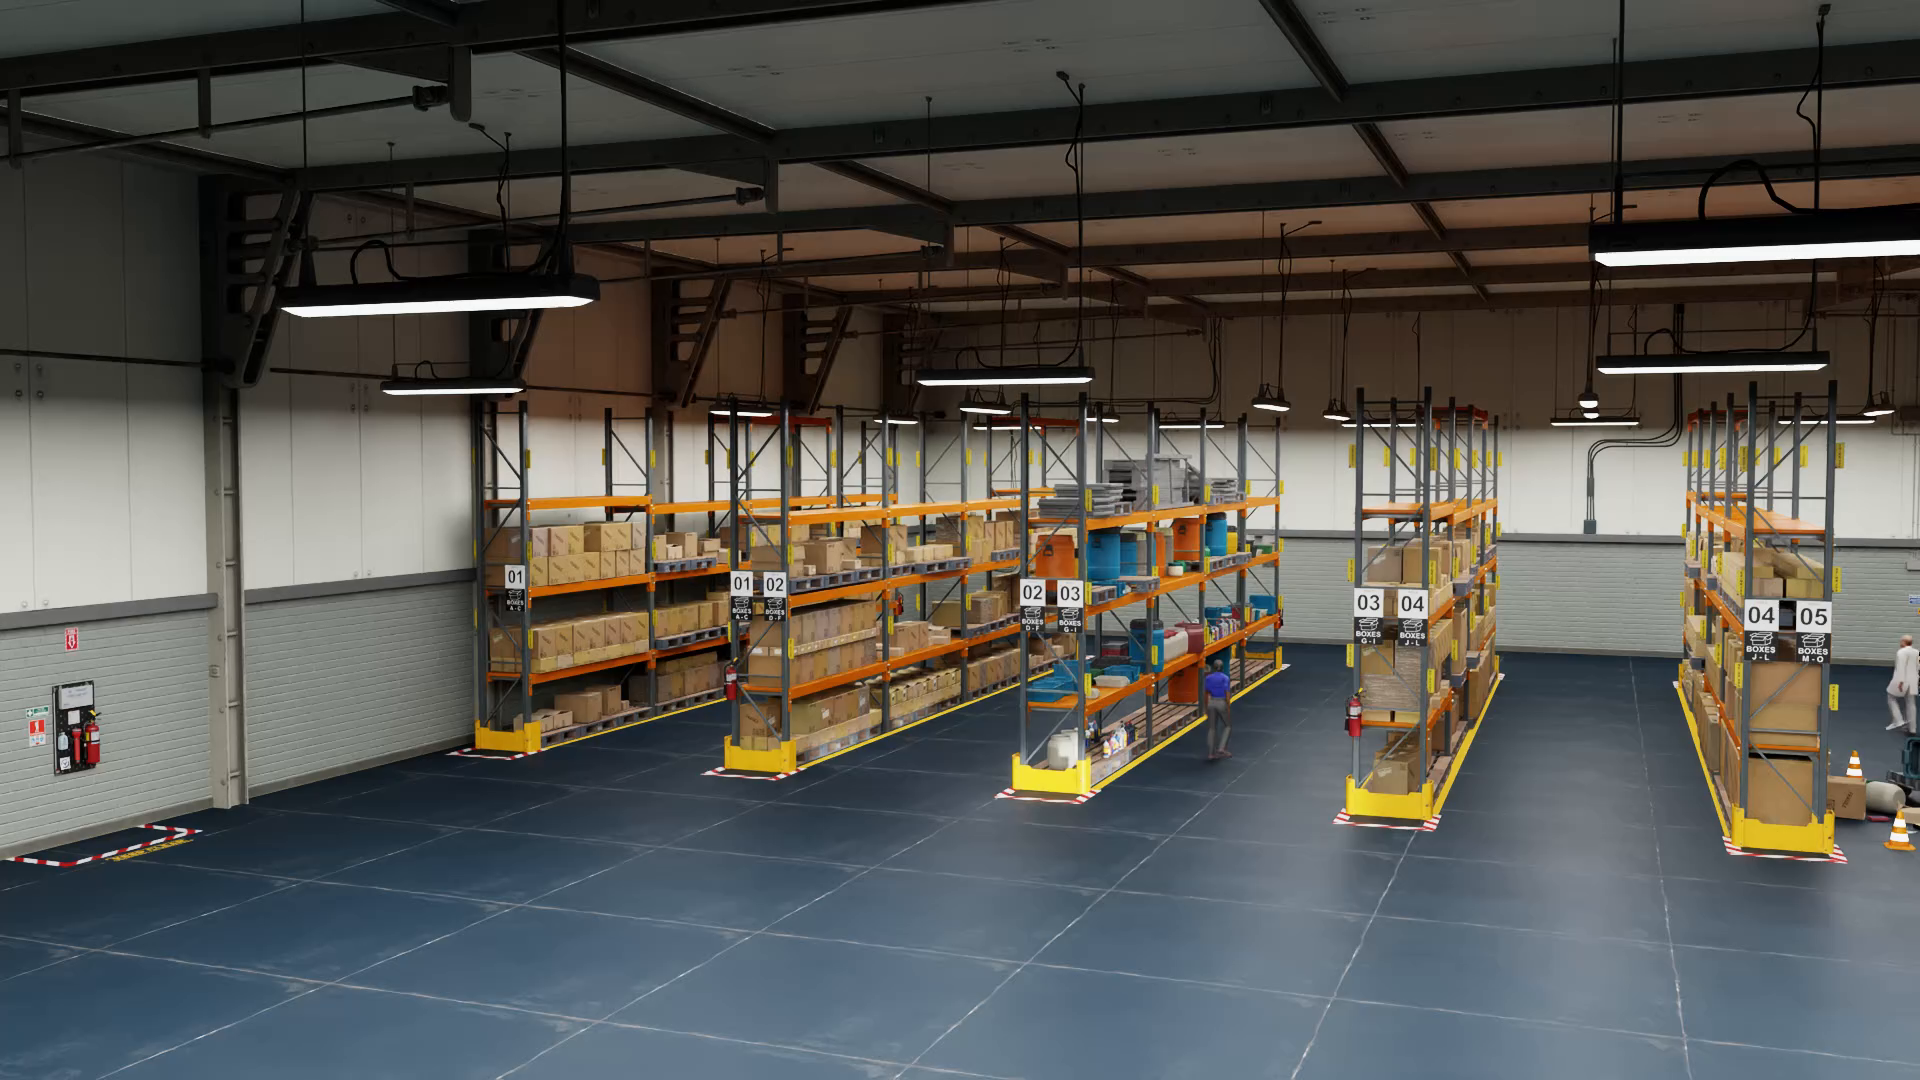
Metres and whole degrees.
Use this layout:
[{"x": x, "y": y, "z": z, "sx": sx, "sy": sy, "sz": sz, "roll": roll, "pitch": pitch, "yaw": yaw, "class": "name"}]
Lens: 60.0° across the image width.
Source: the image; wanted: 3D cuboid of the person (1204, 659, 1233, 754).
[{"x": 4.312, "y": 2.778, "z": 27.798, "sx": 0.483, "sy": 1.565, "sz": 0.516, "roll": 2, "pitch": 3, "yaw": 33, "class": "person"}]

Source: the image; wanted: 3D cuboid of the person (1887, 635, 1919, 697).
[{"x": 17.353, "y": 2.306, "z": 30.474, "sx": 0.578, "sy": 1.135, "sz": 0.507, "roll": 0, "pitch": 3, "yaw": 1, "class": "person"}]
